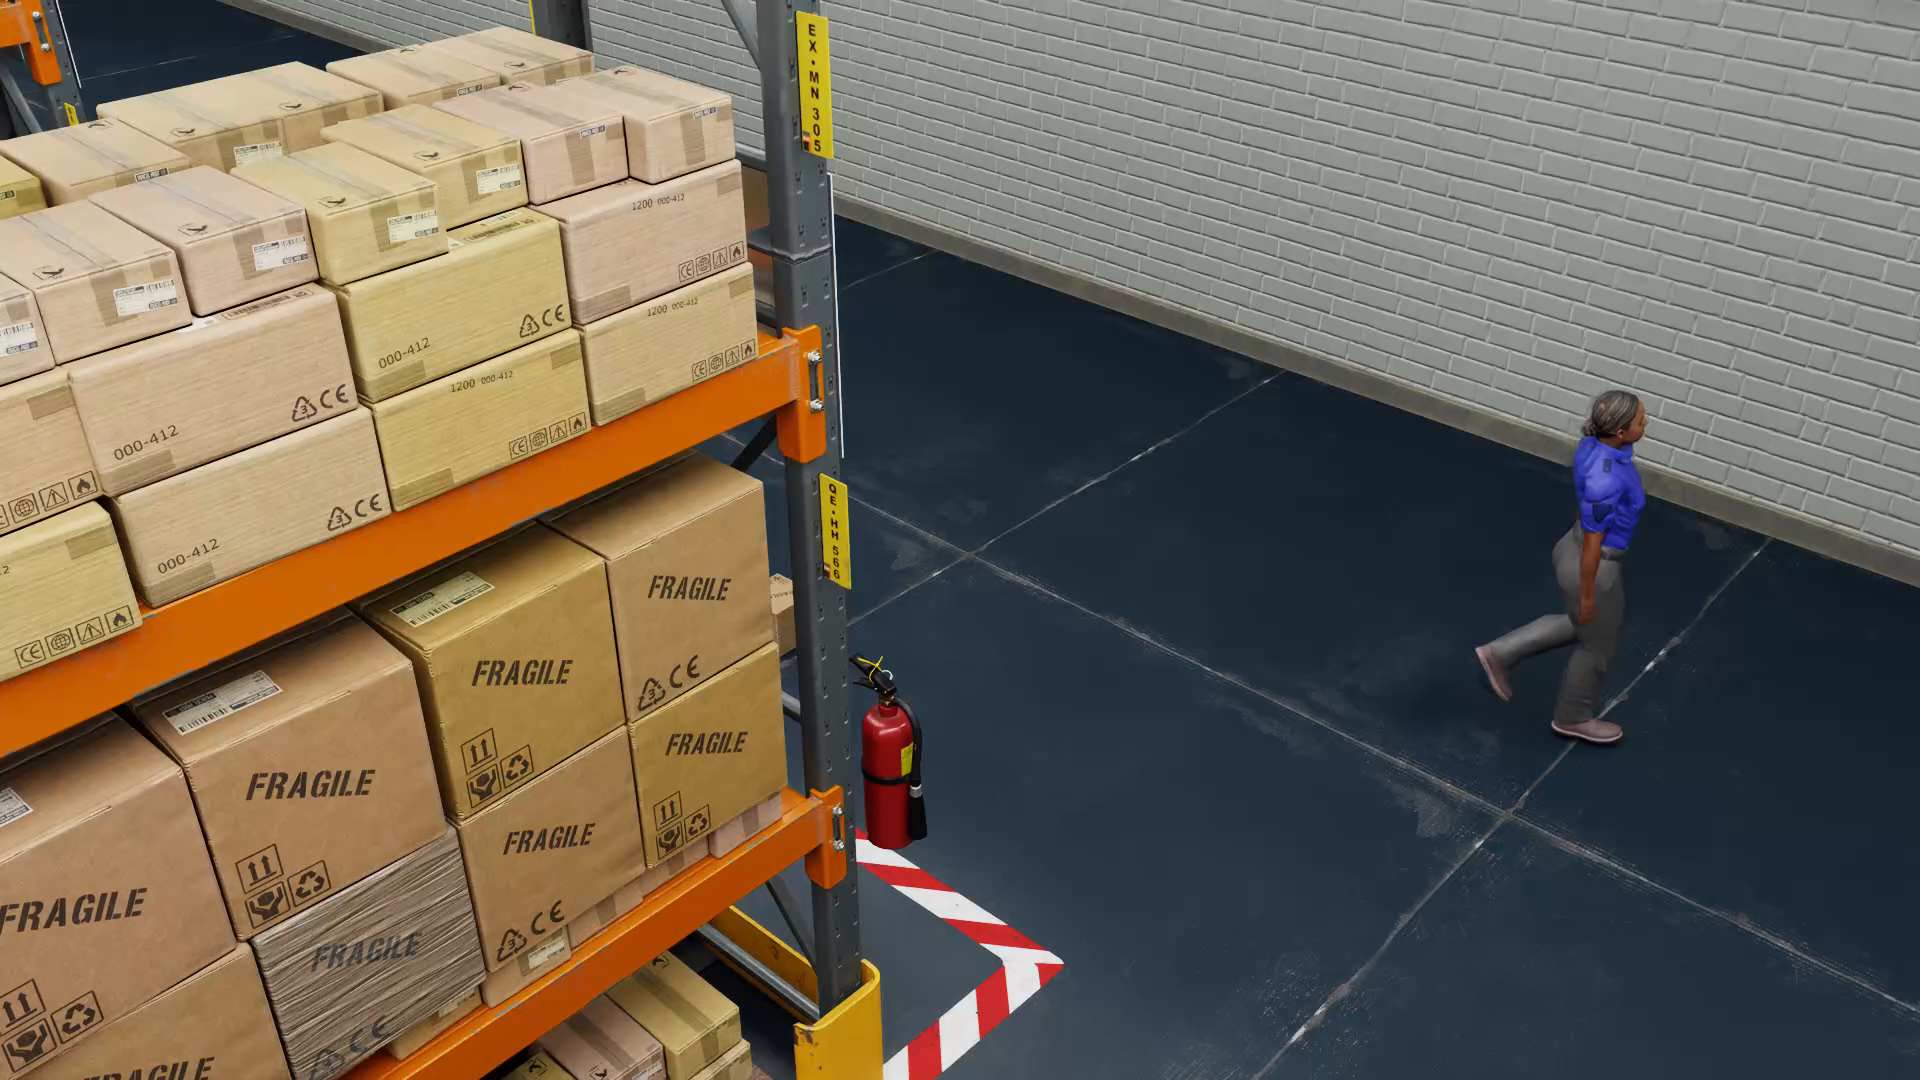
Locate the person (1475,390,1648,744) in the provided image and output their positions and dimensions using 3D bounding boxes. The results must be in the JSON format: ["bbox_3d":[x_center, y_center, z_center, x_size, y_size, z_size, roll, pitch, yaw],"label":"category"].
[{"bbox_3d":[2.579,0.103,6.940,0.653,1.636,0.449,6,32,9],"label":"person"}]
